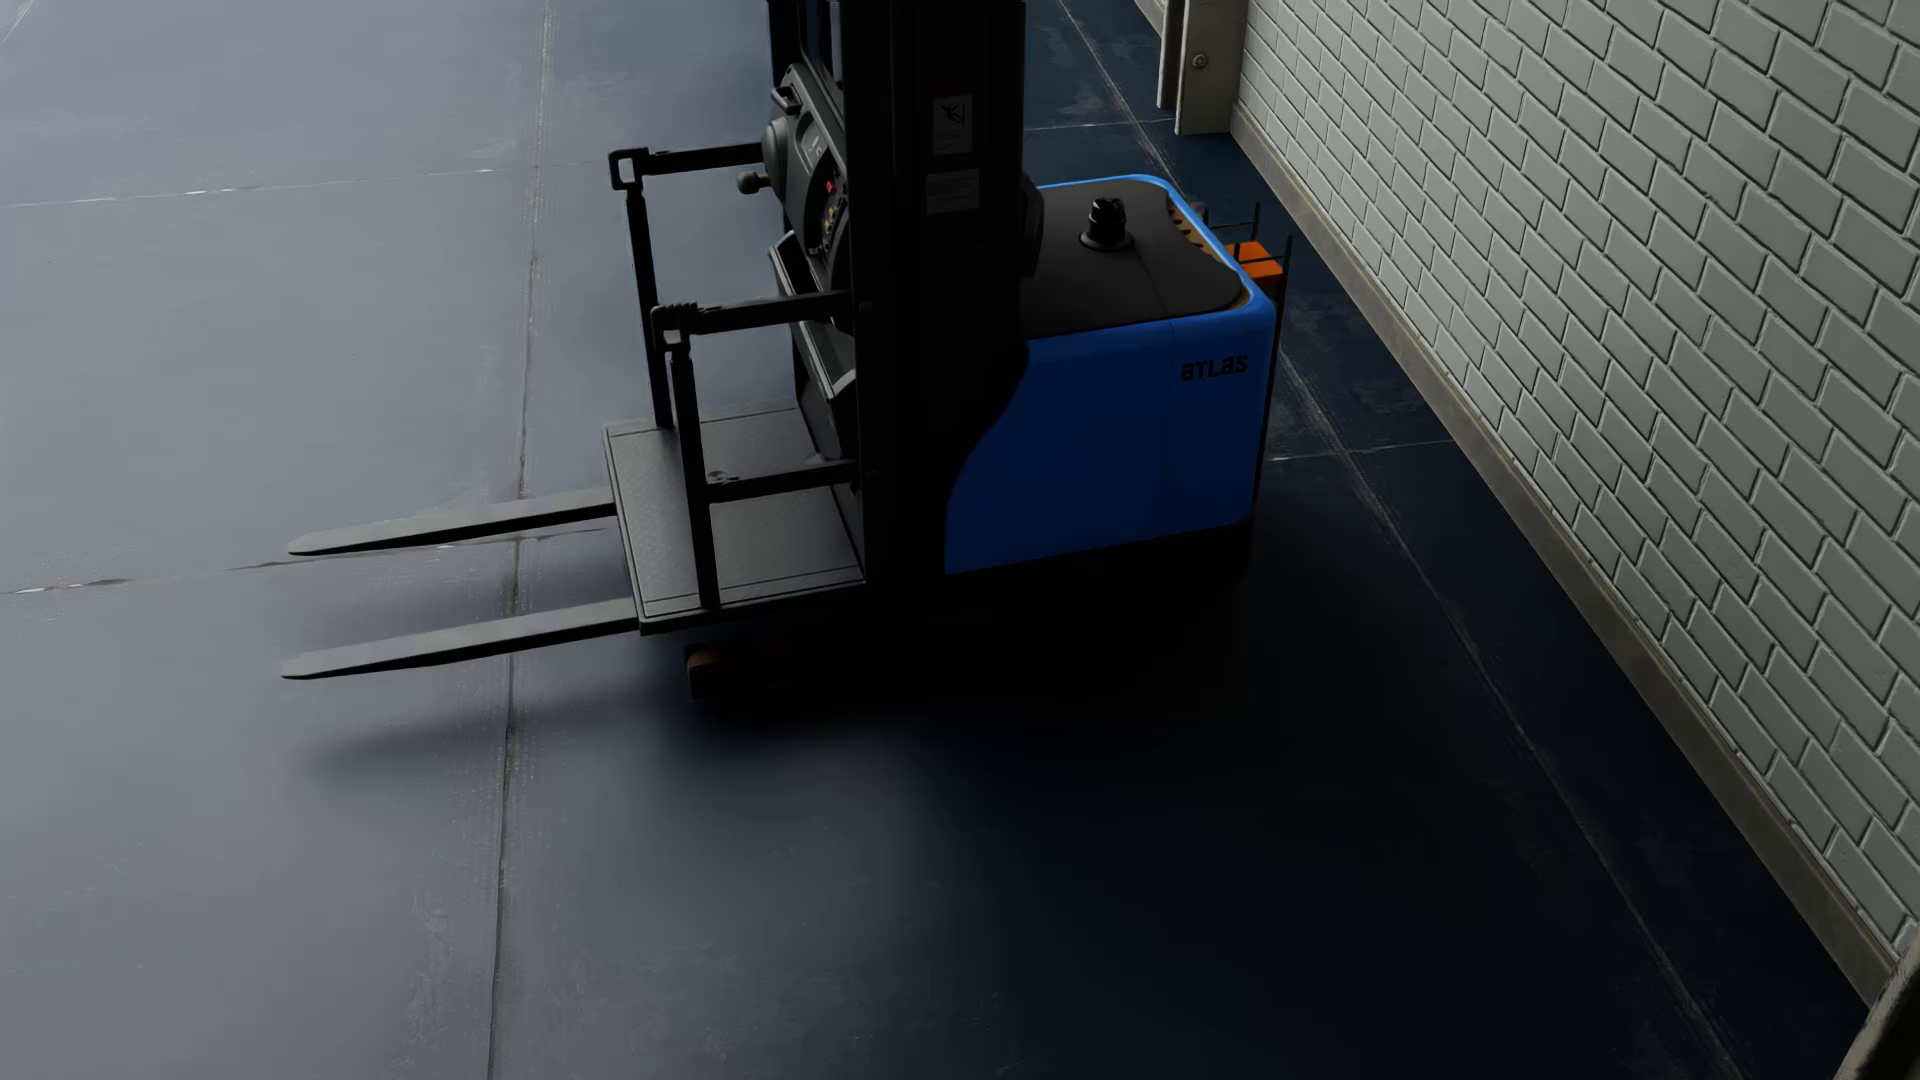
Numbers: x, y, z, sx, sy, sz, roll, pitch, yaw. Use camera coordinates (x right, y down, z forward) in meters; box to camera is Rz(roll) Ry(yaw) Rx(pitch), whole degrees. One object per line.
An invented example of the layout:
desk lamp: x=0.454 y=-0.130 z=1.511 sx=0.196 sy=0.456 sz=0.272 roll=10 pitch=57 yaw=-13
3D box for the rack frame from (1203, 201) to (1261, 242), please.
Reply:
rack frame: x=0.893 y=-0.682 z=5.772 sx=0.200 sy=1.050 sz=0.008 roll=-10 pitch=39 yaw=-13

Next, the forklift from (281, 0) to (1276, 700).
forklift: x=-0.622 y=-1.029 z=4.685 sx=3.031 sy=2.935 sz=1.130 roll=-10 pitch=39 yaw=-12

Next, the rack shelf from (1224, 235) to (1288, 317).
rack shelf: x=0.928 y=-0.826 z=5.512 sx=0.215 sy=0.259 sz=0.240 roll=-10 pitch=39 yaw=-13

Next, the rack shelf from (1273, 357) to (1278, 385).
rack shelf: x=0.928 y=-0.602 z=5.686 sx=0.215 sy=0.259 sz=0.240 roll=-10 pitch=39 yaw=-13

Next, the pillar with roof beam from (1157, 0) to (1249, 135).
pillar with roof beam: x=-3.026 y=-5.264 z=5.191 sx=9.100 sy=9.000 sz=0.400 roll=-6 pitch=38 yaw=-8

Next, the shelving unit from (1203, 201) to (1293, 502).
shelving unit: x=0.928 y=-0.610 z=5.680 sx=0.215 sy=1.050 sz=0.252 roll=-10 pitch=39 yaw=-13

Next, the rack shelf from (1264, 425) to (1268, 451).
rack shelf: x=0.928 y=-0.382 z=5.857 sx=0.215 sy=0.259 sz=0.240 roll=-10 pitch=39 yaw=-13

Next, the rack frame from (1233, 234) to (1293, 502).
rack frame: x=0.963 y=-0.538 z=5.587 sx=0.200 sy=1.050 sz=0.008 roll=-10 pitch=39 yaw=-13
